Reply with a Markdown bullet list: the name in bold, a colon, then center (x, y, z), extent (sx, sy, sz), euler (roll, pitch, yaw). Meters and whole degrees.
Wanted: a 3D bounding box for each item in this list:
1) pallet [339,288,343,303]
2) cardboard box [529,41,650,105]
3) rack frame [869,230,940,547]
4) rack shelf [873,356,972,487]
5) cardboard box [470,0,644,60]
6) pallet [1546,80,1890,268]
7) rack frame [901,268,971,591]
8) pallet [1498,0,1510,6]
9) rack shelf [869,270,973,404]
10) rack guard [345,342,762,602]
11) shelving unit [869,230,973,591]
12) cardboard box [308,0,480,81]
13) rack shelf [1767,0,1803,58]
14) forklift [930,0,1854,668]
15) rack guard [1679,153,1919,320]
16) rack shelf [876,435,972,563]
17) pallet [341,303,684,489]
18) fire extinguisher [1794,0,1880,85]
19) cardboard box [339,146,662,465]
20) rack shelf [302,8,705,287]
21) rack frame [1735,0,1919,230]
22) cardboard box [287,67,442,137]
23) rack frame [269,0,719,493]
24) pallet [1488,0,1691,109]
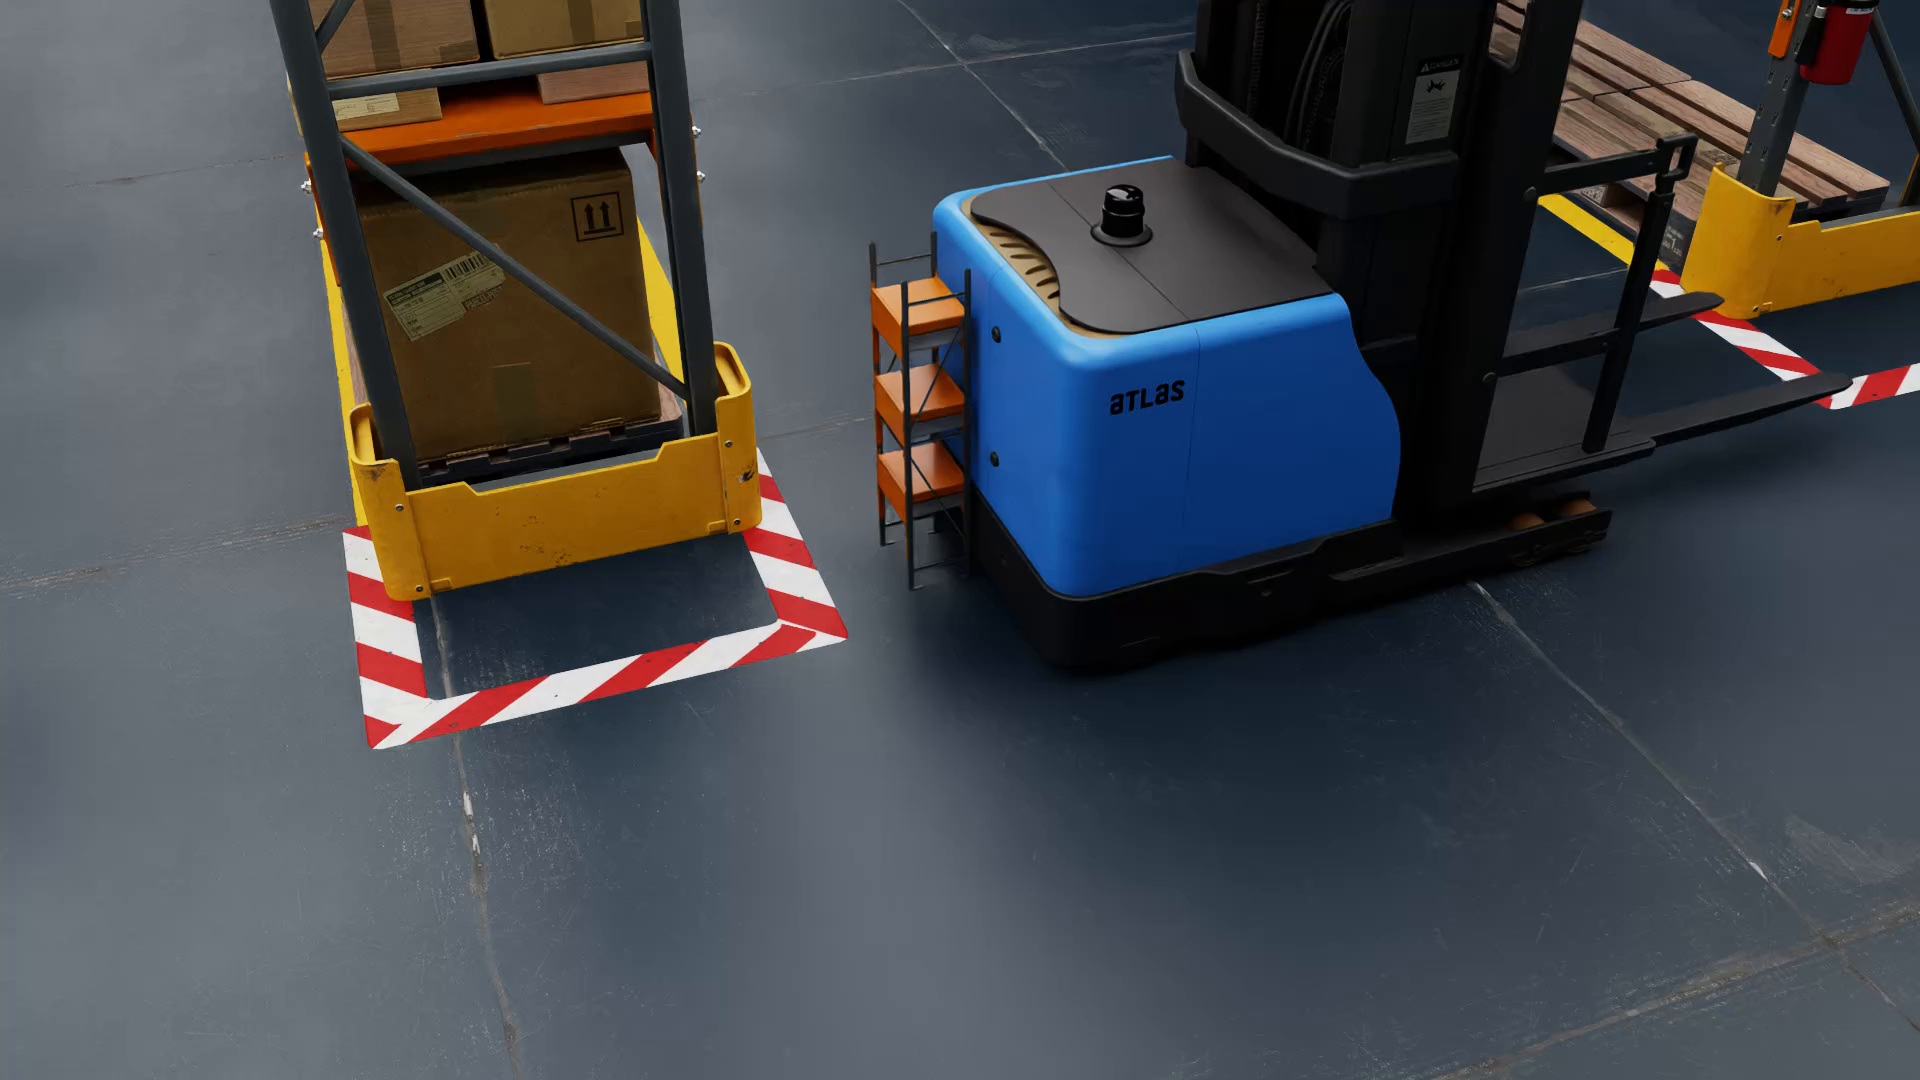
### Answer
- **pallet**: center (-1.997, -1.242, 6.723), extent (1.003, 0.211, 1.213), euler (-12, 39, -16)
- **cardboard box**: center (-1.045, -1.401, 4.825), extent (0.380, 0.149, 0.250), euler (-12, 39, -15)
- **rack frame**: center (-0.158, -0.424, 4.940), extent (0.200, 1.050, 0.008), euler (-14, 39, -18)
- **rack shelf**: center (-0.111, -0.348, 4.856), extent (0.215, 0.259, 0.240), euler (-14, 39, -18)
- **cardboard box**: center (-1.144, -1.618, 4.783), extent (0.500, 0.250, 0.500), euler (-13, 39, -17)
- **pallet**: center (3.171, -1.618, 7.222), extent (1.003, 0.211, 1.213), euler (-12, 39, -16)
- **rack frame**: center (-0.063, -0.288, 4.760), extent (0.200, 1.050, 0.008), euler (-14, 39, -18)
- **pallet**: center (2.331, -2.996, 9.052), extent (1.003, 0.211, 1.213), euler (-12, 39, -16)
- **rack shelf**: center (-0.111, -0.574, 4.686), extent (0.215, 0.259, 0.240), euler (-14, 39, -18)
- **rack guard**: center (-1.224, -0.220, 5.127), extent (1.175, 0.500, 0.348), euler (-12, 39, -16)
- **shelving unit**: center (-0.111, -0.356, 4.850), extent (0.215, 1.050, 0.252), euler (-14, 39, -18)
- **cardboard box**: center (-1.648, -1.510, 4.639), extent (0.500, 0.250, 0.500), euler (-13, 39, -17)
- **rack shelf**: center (2.730, -3.100, 7.471), extent (1.077, 0.370, 4.000), euler (-12, 39, -16)
- **forklift**: center (1.476, -1.370, 4.633), extent (3.031, 2.935, 1.130), euler (-14, 39, -17)
- **rack guard**: center (3.439, -1.248, 6.492), extent (1.175, 0.500, 0.348), euler (-12, 39, -16)
- **rack shelf**: center (-0.111, -0.126, 5.024), extent (0.215, 0.259, 0.240), euler (-14, 39, -18)
- **pallet**: center (-1.581, -0.554, 5.810), extent (1.003, 0.211, 1.213), euler (-12, 39, -16)
- **fire extinguisher**: center (3.043, -1.899, 5.652), extent (0.296, 0.674, 0.183), euler (-12, 39, -16)
- **cardboard box**: center (-1.528, -0.896, 5.364), extent (0.875, 0.875, 0.875), euler (-12, 39, -16)
- **rack shelf**: center (-1.921, -2.075, 6.109), extent (1.077, 0.370, 4.000), euler (-12, 39, -16)
- **rack frame**: center (3.418, -2.258, 5.754), extent (1.000, 3.000, 0.127), euler (-12, 39, -16)
- **cardboard box**: center (-1.664, -1.265, 4.645), extent (0.380, 0.149, 0.250), euler (-12, 39, -15)
- **rack frame**: center (-1.232, -1.232, 4.393), extent (1.000, 3.000, 0.127), euler (-12, 39, -16)
- **pallet**: center (2.755, -2.306, 8.136), extent (1.003, 0.211, 1.213), euler (-12, 39, -16)
